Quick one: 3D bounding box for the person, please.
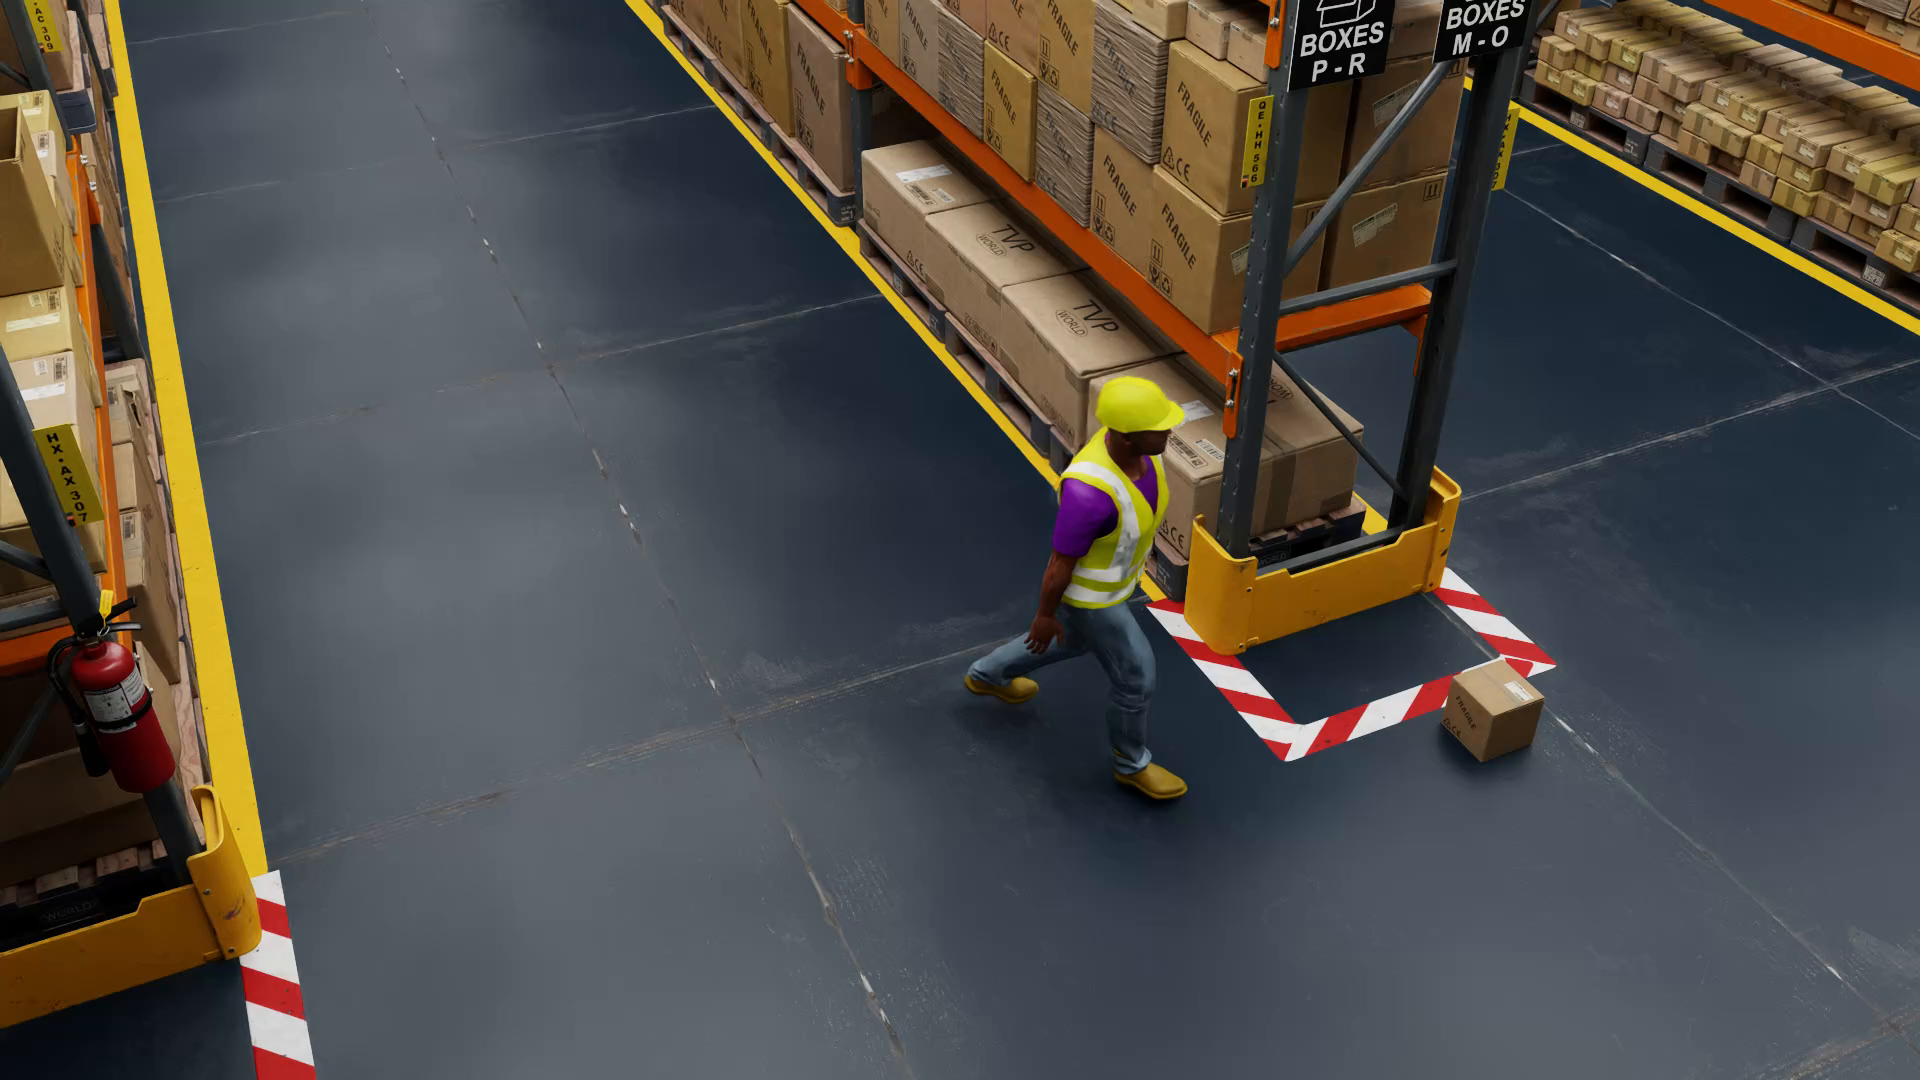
[{"bbox_3d":[0.457,0.119,5.991,0.967,1.723,0.621,15,39,18],"label":"person"}]
